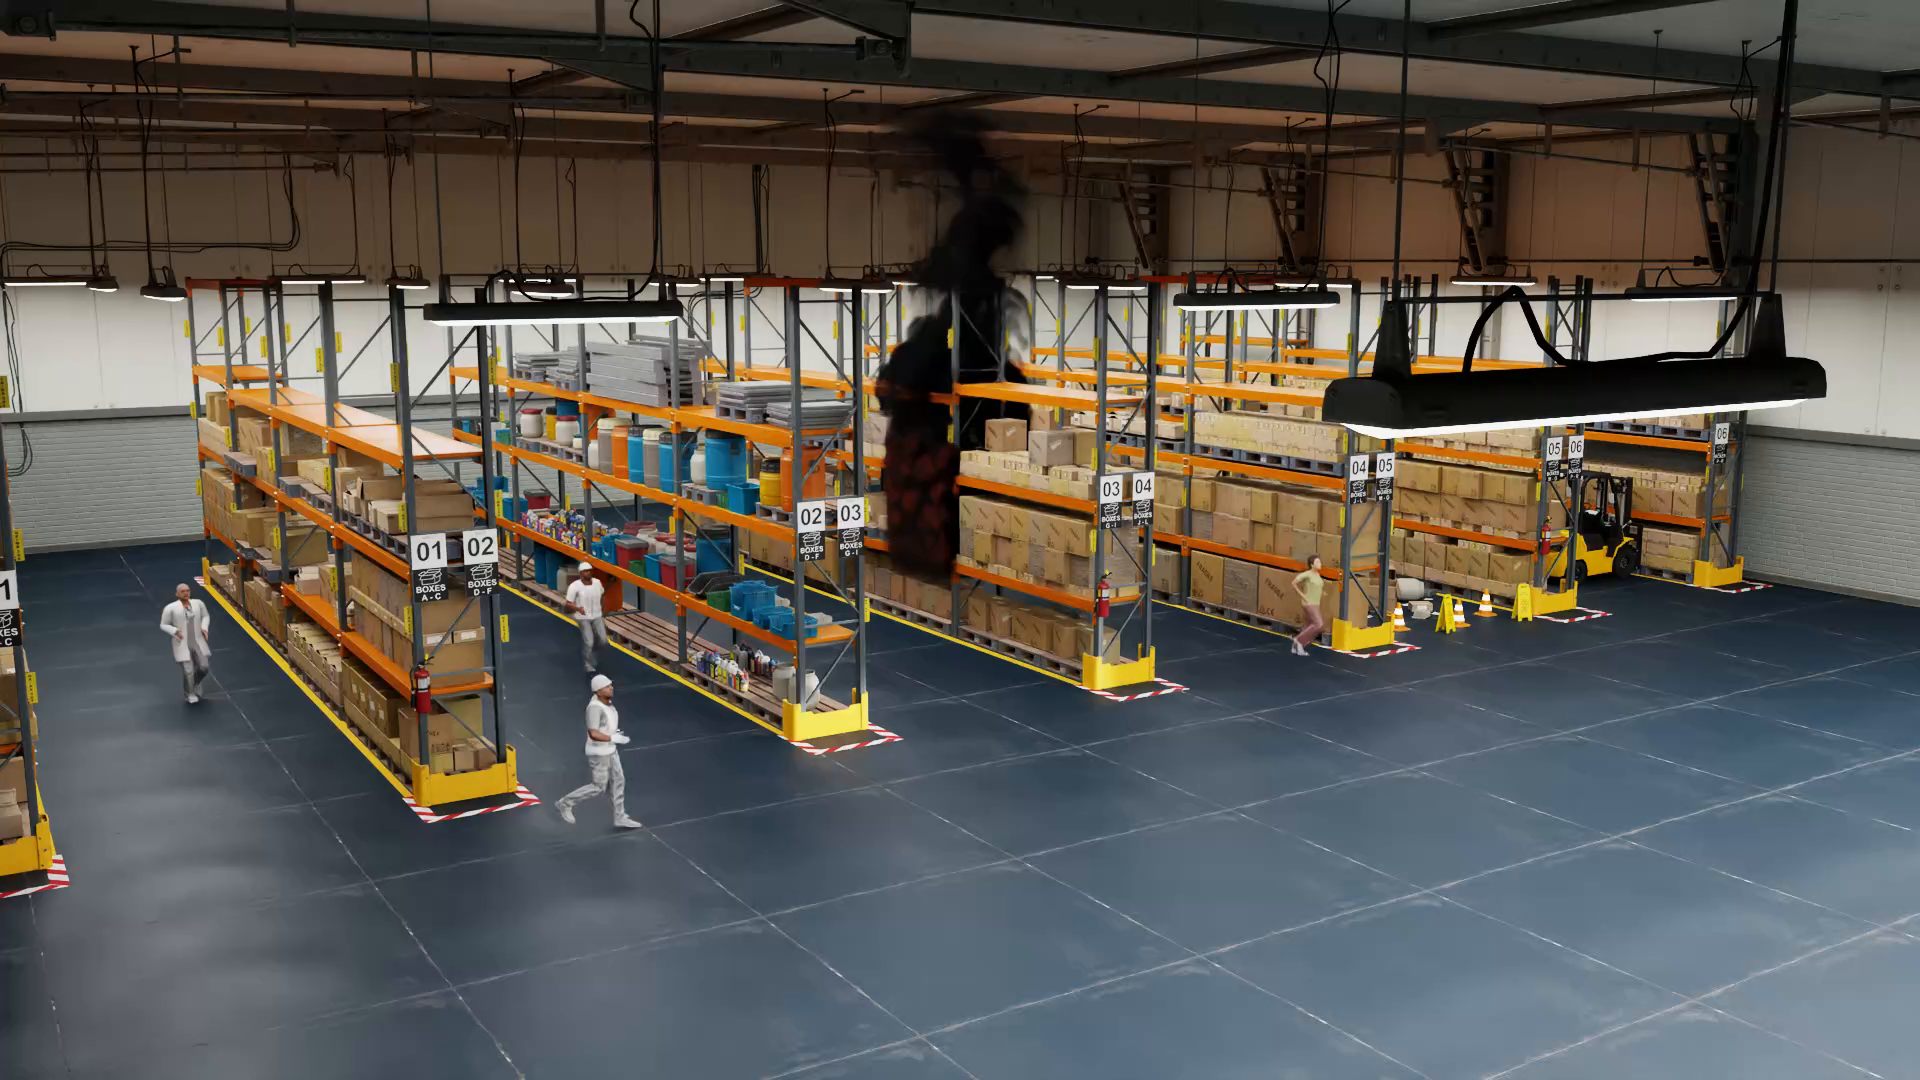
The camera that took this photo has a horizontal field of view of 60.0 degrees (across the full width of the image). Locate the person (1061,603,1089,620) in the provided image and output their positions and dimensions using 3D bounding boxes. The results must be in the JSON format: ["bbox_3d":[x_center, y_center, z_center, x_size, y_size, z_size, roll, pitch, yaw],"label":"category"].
[{"bbox_3d":[2.094,0.538,29.881,0.556,1.704,0.828,-7,12,-37],"label":"person"}]

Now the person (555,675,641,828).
[{"bbox_3d":[-4.061,2.374,18.620,0.924,1.782,0.692,0,10,-1],"label":"person"}]

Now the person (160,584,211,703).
[{"bbox_3d":[-11.079,1.489,23.916,0.703,1.729,0.653,-8,13,-41],"label":"person"}]

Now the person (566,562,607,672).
[{"bbox_3d":[-5.714,1.197,25.687,0.692,1.720,0.589,-7,12,-37],"label":"person"}]

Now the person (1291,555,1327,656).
[{"bbox_3d":[5.674,1.056,26.819,0.563,1.633,0.552,8,12,38],"label":"person"}]
